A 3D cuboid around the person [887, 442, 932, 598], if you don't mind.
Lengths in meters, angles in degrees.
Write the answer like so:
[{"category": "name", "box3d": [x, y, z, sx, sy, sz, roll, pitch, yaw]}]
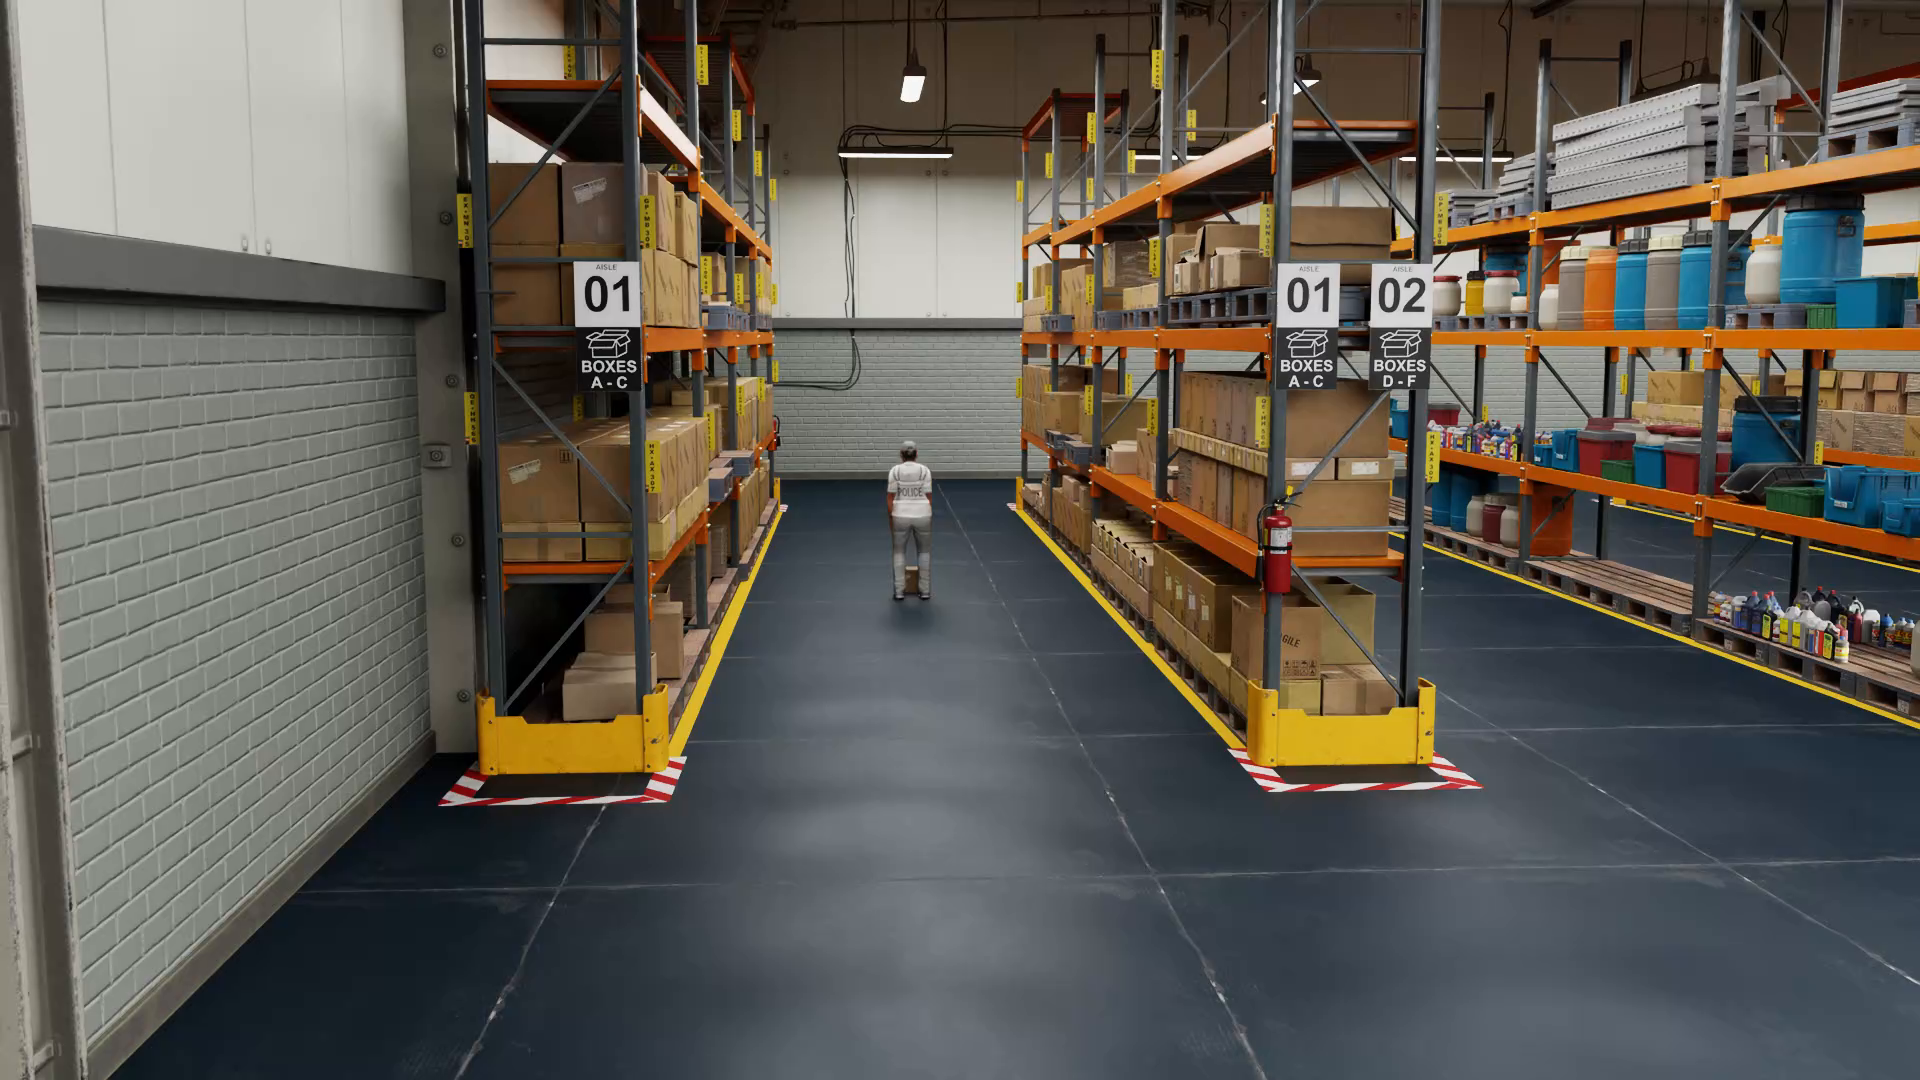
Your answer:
[{"category": "person", "box3d": [-0.532, -0.201, 17.489, 0.475, 1.656, 0.395, 0, 7, -3]}]
